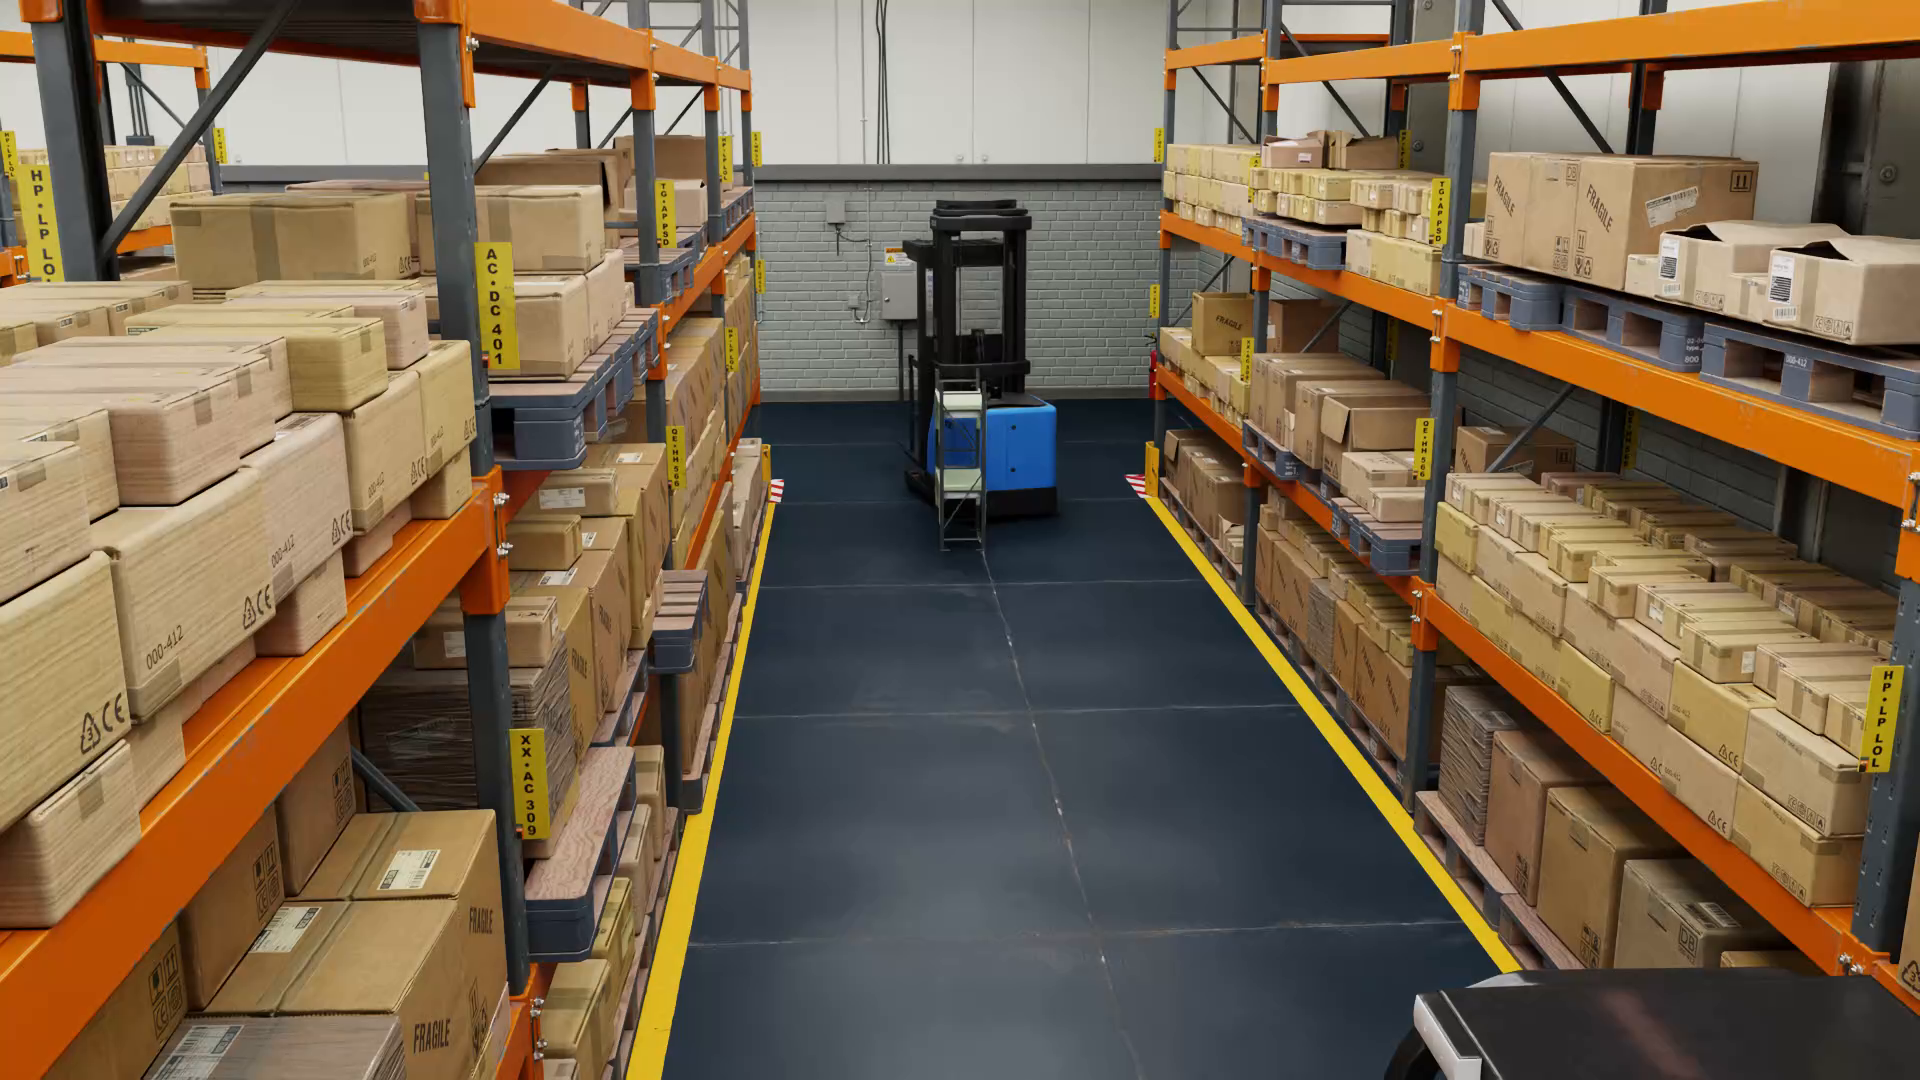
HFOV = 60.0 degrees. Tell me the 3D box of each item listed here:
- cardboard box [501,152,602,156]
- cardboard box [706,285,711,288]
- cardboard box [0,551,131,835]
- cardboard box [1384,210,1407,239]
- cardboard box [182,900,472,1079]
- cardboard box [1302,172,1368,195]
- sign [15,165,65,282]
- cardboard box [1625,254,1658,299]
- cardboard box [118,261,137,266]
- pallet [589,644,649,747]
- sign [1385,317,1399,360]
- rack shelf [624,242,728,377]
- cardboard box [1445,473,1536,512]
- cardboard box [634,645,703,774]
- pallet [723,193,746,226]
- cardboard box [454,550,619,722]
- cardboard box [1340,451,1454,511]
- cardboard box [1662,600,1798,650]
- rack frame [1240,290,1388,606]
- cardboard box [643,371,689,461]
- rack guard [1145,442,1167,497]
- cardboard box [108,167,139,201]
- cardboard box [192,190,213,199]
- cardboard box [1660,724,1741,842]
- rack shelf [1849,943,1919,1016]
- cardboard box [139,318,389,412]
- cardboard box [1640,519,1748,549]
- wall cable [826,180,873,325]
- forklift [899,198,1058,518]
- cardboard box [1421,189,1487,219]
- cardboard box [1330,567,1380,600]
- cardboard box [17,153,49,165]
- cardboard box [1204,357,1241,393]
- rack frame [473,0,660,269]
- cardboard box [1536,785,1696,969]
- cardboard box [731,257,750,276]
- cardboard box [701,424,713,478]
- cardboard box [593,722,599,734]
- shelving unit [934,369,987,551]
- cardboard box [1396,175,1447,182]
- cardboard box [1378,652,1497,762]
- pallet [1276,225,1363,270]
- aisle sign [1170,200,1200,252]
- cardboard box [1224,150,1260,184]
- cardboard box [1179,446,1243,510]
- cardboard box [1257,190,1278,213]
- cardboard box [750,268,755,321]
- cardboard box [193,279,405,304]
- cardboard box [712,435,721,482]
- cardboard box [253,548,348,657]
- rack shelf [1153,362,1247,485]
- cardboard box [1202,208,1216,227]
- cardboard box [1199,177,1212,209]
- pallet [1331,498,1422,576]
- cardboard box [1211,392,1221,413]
[{"bbox_3d":[-2.387,-2.024,9.808,0.500,0.500,0.500,-1,14,-3],"label":"cardboard box"},{"bbox_3d":[-2.029,-1.873,12.777,0.380,0.149,0.250,-1,14,-3],"label":"cardboard box"},{"bbox_3d":[-1.336,0.197,1.923,0.500,0.250,0.500,0,14,-2],"label":"cardboard box"},{"bbox_3d":[2.657,-1.812,9.531,0.380,0.149,0.250,-1,14,-3],"label":"cardboard box"},{"bbox_3d":[-1.426,1.152,3.733,0.500,0.500,0.500,0,14,-2],"label":"cardboard box"},{"bbox_3d":[2.476,-2.348,10.977,0.380,0.149,0.250,-1,14,-3],"label":"cardboard box"},{"bbox_3d":[-2.294,-0.775,4.170,0.100,0.325,0.005,-1,14,-3],"label":"sign"},{"bbox_3d":[2.794,-1.011,6.379,0.380,0.149,0.250,-1,14,-4],"label":"cardboard box"},{"bbox_3d":[-7.618,-2.209,14.788,0.500,0.500,0.500,0,14,-2],"label":"cardboard box"},{"bbox_3d":[-1.825,0.699,6.674,1.003,0.211,1.213,-1,14,-3],"label":"pallet"},{"bbox_3d":[3.271,-1.528,12.621,0.100,0.325,0.005,-1,14,-3],"label":"sign"},{"bbox_3d":[-2.112,-1.487,10.210,1.077,0.370,4.000,-1,14,-3],"label":"rack shelf"},{"bbox_3d":[2.691,-0.242,8.443,0.380,0.149,0.250,0,14,-2],"label":"cardboard box"},{"bbox_3d":[-1.948,0.767,9.446,0.875,0.875,0.875,-1,14,-4],"label":"cardboard box"},{"bbox_3d":[-2.349,-2.796,14.032,1.003,0.211,1.213,-1,14,-3],"label":"pallet"},{"bbox_3d":[-1.532,0.345,6.026,0.500,0.500,0.500,-1,14,-4],"label":"cardboard box"},{"bbox_3d":[2.577,-0.351,9.829,0.500,0.250,0.500,-2,15,-6],"label":"cardboard box"},{"bbox_3d":[2.872,0.333,6.211,0.380,0.149,0.250,-1,14,-5],"label":"cardboard box"},{"bbox_3d":[2.718,-0.958,12.729,1.000,3.000,0.127,-1,14,-3],"label":"rack frame"},{"bbox_3d":[-1.815,-0.668,9.394,0.500,0.500,0.500,-1,14,-3],"label":"cardboard box"},{"bbox_3d":[2.475,-0.723,16.833,1.175,0.500,0.348,-1,14,-3],"label":"rack guard"},{"bbox_3d":[-7.054,-2.905,13.574,0.500,0.250,0.500,-2,15,-6],"label":"cardboard box"},{"bbox_3d":[-7.126,-3.044,15.120,0.500,0.250,0.500,-1,14,-5],"label":"cardboard box"},{"bbox_3d":[2.884,0.858,5.972,0.500,0.250,0.500,-1,14,-4],"label":"cardboard box"},{"bbox_3d":[3.337,1.878,3.152,1.077,0.370,4.000,-1,14,-3],"label":"rack shelf"},{"bbox_3d":[-1.336,-0.340,3.213,0.380,0.149,0.250,0,14,-2],"label":"cardboard box"},{"bbox_3d":[3.294,0.007,7.476,0.380,0.149,0.250,-1,14,-4],"label":"cardboard box"},{"bbox_3d":[-1.442,-3.794,21.712,0.588,1.984,0.122,-1,14,-3],"label":"wall cable"},{"bbox_3d":[0.052,-1.949,16.721,1.130,2.935,3.031,-4,15,-15],"label":"forklift"},{"bbox_3d":[2.649,-1.761,8.735,0.380,0.149,0.250,0,14,-2],"label":"cardboard box"},{"bbox_3d":[2.628,0.281,10.786,0.380,0.149,0.250,-2,15,-6],"label":"cardboard box"},{"bbox_3d":[-7.002,-2.800,12.365,0.380,0.149,0.250,-1,14,-4],"label":"cardboard box"},{"bbox_3d":[2.379,-1.401,14.154,0.500,0.250,0.500,-1,14,-4],"label":"cardboard box"},{"bbox_3d":[-1.988,-2.791,7.813,1.000,3.000,0.127,-1,14,-3],"label":"rack frame"},{"bbox_3d":[3.081,1.469,7.220,0.875,0.625,0.625,-1,15,-6],"label":"cardboard box"},{"bbox_3d":[-2.122,-2.510,15.252,0.380,0.149,0.250,-1,14,-4],"label":"cardboard box"},{"bbox_3d":[-1.841,-0.564,10.495,0.500,0.250,0.500,-1,14,-2],"label":"cardboard box"},{"bbox_3d":[-1.548,0.628,6.228,0.380,0.149,0.250,-1,14,-3],"label":"cardboard box"},{"bbox_3d":[0.000,-0.725,14.833,0.431,1.500,0.755,-1,14,-3],"label":"shelving unit"},{"bbox_3d":[2.974,-2.229,10.513,0.380,0.149,0.250,-1,14,-2],"label":"cardboard box"},{"bbox_3d":[2.725,0.942,9.517,0.500,0.500,0.500,0,14,-2],"label":"cardboard box"},{"bbox_3d":[2.755,-1.898,10.741,1.213,0.211,1.003,-1,14,-3],"label":"pallet"},{"bbox_3d":[2.173,-3.224,16.319,0.394,0.787,0.004,-1,14,-3],"label":"aisle sign"},{"bbox_3d":[2.406,-2.972,13.238,0.500,0.250,0.500,-1,14,-4],"label":"cardboard box"},{"bbox_3d":[2.427,-0.578,15.429,0.700,0.500,0.500,0,14,-1],"label":"cardboard box"},{"bbox_3d":[2.321,-2.395,11.757,0.380,0.149,0.250,-1,14,-3],"label":"cardboard box"},{"bbox_3d":[-2.216,-2.291,15.705,0.500,0.500,0.500,0,14,-2],"label":"cardboard box"},{"bbox_3d":[-1.921,-0.617,4.843,0.500,0.250,0.500,-1,14,-5],"label":"cardboard box"},{"bbox_3d":[-1.926,-0.573,11.535,0.500,0.250,0.500,-1,14,-4],"label":"cardboard box"},{"bbox_3d":[-1.367,0.108,3.070,0.380,0.149,0.250,0,14,-2],"label":"cardboard box"},{"bbox_3d":[2.594,-1.107,14.751,1.077,0.370,4.000,-1,14,-3],"label":"rack shelf"},{"bbox_3d":[2.276,-2.756,14.202,0.380,0.149,0.250,-1,14,-2],"label":"cardboard box"},{"bbox_3d":[2.351,-2.980,14.273,0.500,0.250,0.500,-1,14,-4],"label":"cardboard box"},{"bbox_3d":[2.854,-0.037,9.537,1.213,0.211,1.003,-1,14,-3],"label":"pallet"},{"bbox_3d":[2.335,-1.169,14.054,0.380,0.149,0.250,-1,14,-4],"label":"cardboard box"}]
